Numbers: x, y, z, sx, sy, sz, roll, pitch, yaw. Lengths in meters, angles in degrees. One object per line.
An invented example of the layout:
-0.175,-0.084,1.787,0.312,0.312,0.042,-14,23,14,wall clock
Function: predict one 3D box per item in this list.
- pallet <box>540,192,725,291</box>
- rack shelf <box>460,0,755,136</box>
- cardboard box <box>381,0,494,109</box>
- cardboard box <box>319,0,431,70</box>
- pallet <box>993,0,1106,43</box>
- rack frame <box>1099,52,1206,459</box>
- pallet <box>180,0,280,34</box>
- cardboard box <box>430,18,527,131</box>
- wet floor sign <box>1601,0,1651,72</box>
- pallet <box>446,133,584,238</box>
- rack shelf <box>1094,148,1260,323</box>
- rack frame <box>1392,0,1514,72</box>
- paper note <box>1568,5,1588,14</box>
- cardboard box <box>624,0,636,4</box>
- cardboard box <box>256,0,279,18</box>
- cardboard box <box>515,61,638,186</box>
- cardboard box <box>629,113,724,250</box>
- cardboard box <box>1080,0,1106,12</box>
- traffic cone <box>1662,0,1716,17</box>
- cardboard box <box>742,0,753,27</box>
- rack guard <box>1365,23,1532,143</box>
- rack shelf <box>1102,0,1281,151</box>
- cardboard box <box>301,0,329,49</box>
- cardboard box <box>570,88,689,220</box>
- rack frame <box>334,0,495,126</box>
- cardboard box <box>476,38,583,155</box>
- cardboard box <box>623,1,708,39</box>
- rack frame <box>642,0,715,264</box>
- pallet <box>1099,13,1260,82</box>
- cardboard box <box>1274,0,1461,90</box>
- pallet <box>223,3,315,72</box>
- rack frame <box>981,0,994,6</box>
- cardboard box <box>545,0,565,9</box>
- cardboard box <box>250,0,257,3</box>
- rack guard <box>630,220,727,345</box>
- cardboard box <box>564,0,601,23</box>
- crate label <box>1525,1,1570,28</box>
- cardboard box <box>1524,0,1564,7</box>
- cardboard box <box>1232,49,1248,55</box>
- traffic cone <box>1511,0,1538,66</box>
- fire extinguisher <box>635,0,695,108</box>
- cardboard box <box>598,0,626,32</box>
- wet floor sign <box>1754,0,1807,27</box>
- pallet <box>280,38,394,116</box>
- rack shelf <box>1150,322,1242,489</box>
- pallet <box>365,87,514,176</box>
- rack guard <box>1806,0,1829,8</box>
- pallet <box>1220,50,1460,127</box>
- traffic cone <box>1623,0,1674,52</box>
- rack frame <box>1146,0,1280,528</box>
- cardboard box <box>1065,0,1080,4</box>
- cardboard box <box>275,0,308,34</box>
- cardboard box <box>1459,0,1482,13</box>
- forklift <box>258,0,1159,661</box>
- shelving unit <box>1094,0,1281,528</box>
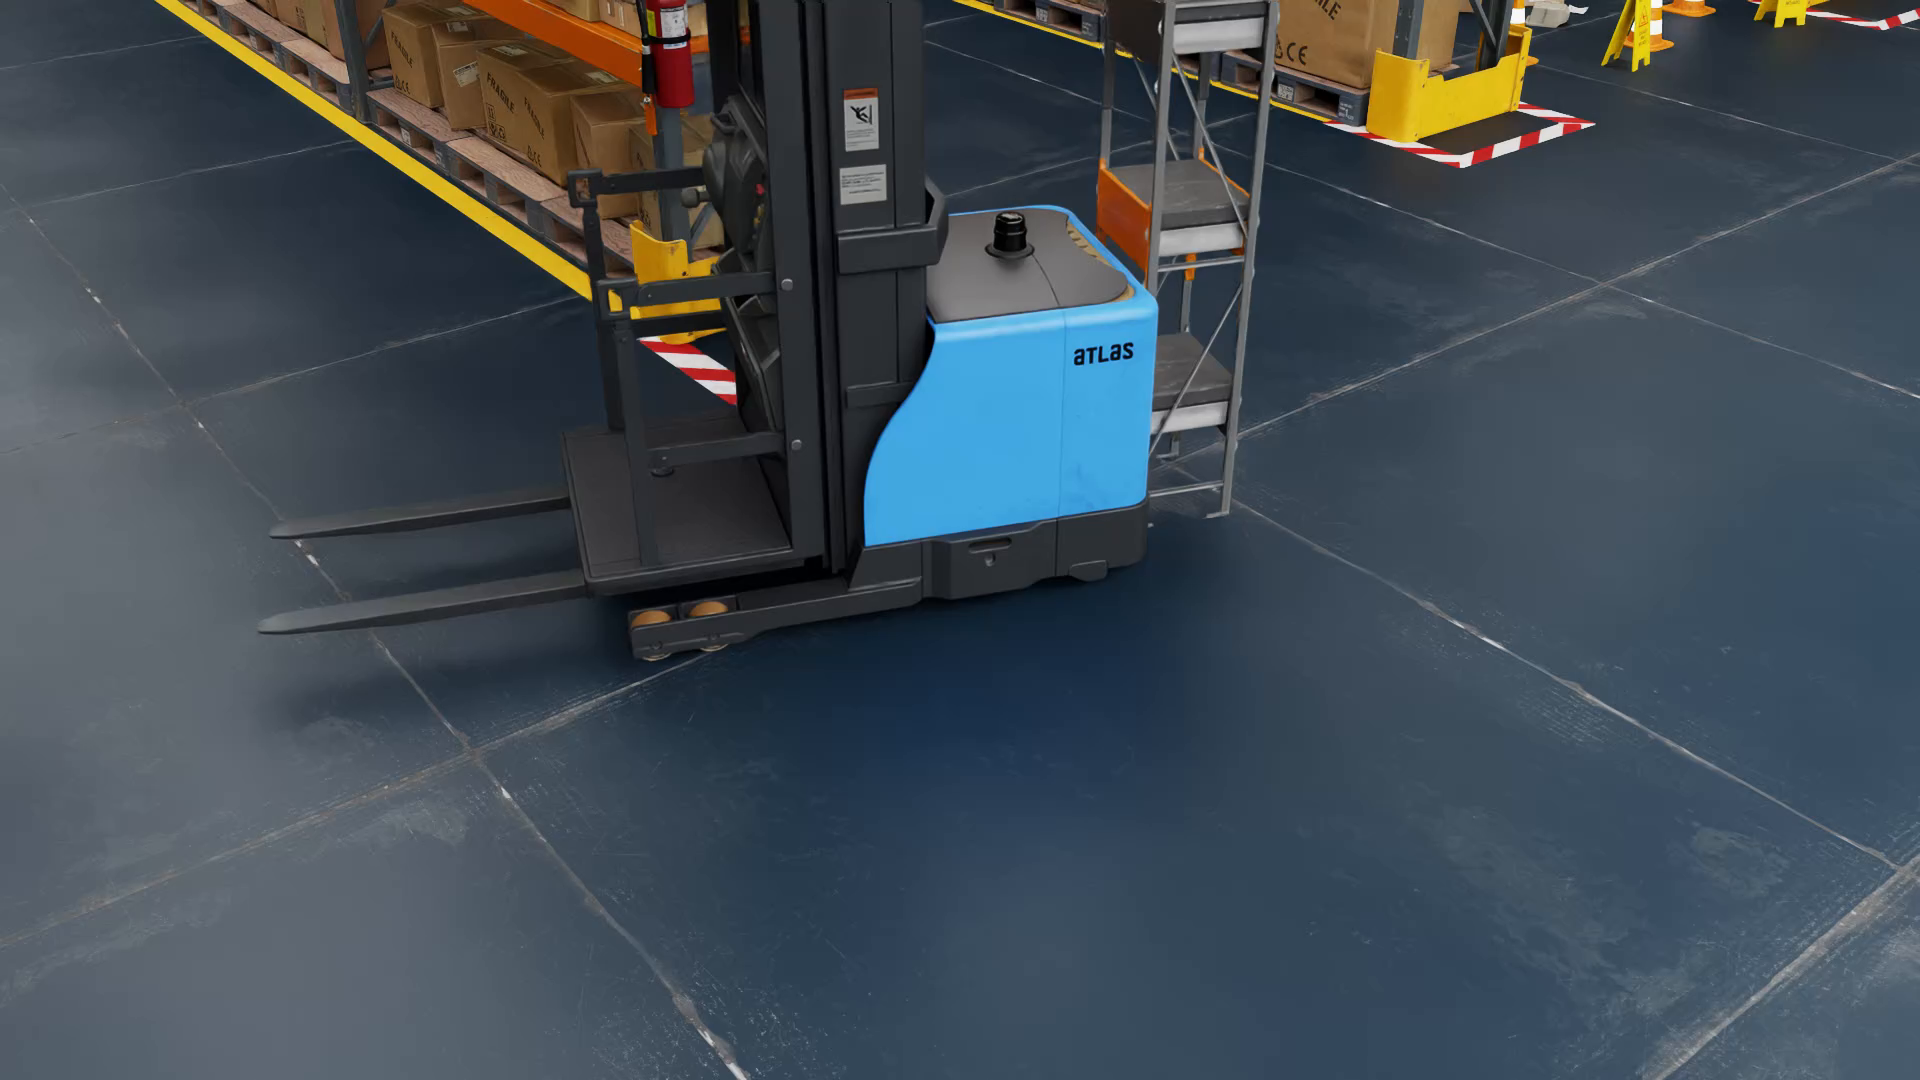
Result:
-1.446,-1.591,8.611,1.003,0.211,1.213,-22,38,-31,pallet
-2.156,-2.921,8.792,1.077,0.370,4.000,-22,38,-31,rack shelf
-3.168,-2.997,10.204,0.500,0.500,0.500,-24,39,-33,cardboard box
-3.742,-3.448,10.911,0.700,0.500,0.500,-26,40,-35,cardboard box
1.002,-4.096,12.645,1.003,0.211,1.213,-22,38,-31,pallet
0.699,-1.207,6.203,0.400,2.100,0.015,-9,33,-14,rack frame
-5.357,-4.217,12.839,1.003,0.211,1.213,-22,38,-31,pallet
-2.811,-2.761,9.824,0.500,0.500,0.500,-11,33,-16,cardboard box
4.633,-3.584,11.410,0.232,0.644,0.267,26,40,35,wet floor sign
-2.190,-2.099,9.429,1.003,0.211,1.213,-22,38,-31,pallet
0.771,-1.072,6.012,0.431,0.518,0.480,-9,33,-14,rack shelf
3.051,-3.956,9.777,1.000,3.000,0.127,-22,38,-31,rack frame
4.747,-4.088,12.804,0.142,0.019,0.148,18,36,27,paper note
-1.245,-2.800,7.539,0.875,0.500,0.500,-22,38,-31,cardboard box
-4.705,-4.119,11.991,0.700,0.500,0.500,-19,37,-28,cardboard box
-2.061,-2.281,9.050,0.500,0.500,0.500,-19,36,-27,cardboard box
-1.299,-1.776,8.237,0.500,0.500,0.500,-15,35,-23,cardboard box
1.484,-4.240,11.849,0.875,0.875,0.875,-22,38,-31,cardboard box
5.616,-4.284,12.709,0.336,0.463,0.334,-22,38,-31,traffic cone
-0.916,-2.483,7.642,0.380,0.149,0.250,-22,38,-31,cardboard box
3.066,-2.884,10.420,1.175,0.500,0.348,-22,38,-31,rack guard
0.771,-1.667,5.643,0.431,0.518,0.480,-9,33,-14,rack shelf
-4.019,-3.653,11.241,0.700,0.500,0.500,-23,38,-32,cardboard box
-1.692,-2.014,8.620,0.500,0.500,0.500,-12,34,-19,cardboard box
-3.382,-4.060,9.945,1.000,3.000,0.127,-22,38,-31,rack frame
-2.368,-2.528,9.448,0.500,0.500,0.500,-26,40,-35,cardboard box
-1.267,-2.339,7.411,0.380,0.149,0.250,-22,38,-31,cardboard box
-0.929,-2.393,7.261,1.000,3.000,0.127,-22,38,-31,rack frame
1.755,-3.587,11.826,1.003,0.211,1.213,-22,38,-31,pallet
2.583,-3.493,10.647,0.875,0.875,0.875,-22,38,-31,cardboard box
-4.613,-3.709,12.021,1.003,0.211,1.213,-22,38,-31,pallet
0.598,-5.623,12.461,1.000,3.000,0.127,-22,38,-31,rack frame
-1.755,-2.640,7.895,0.380,0.149,0.250,-22,38,-31,cardboard box
-5.058,-4.353,12.367,0.700,0.500,0.500,-26,40,-35,cardboard box
-0.976,-1.363,7.971,1.175,0.500,0.348,-22,38,-31,rack guard
-1.614,-2.531,7.720,0.380,0.149,0.250,-22,38,-31,cardboard box
4.417,-3.952,12.484,0.298,0.136,0.250,12,34,19,crate label
4.500,-4.281,13.002,0.380,0.149,0.250,-4,32,-7,cardboard box
2.042,-3.859,11.236,0.875,0.875,0.875,-23,39,-32,cardboard box
3.847,-3.559,11.542,0.336,0.463,0.334,-22,38,-31,traffic cone
-1.223,-2.164,6.964,0.296,0.674,0.183,-22,38,-31,fire extinguisher
-1.420,-2.443,7.579,0.380,0.149,0.250,-22,38,-31,cardboard box
6.170,-4.174,12.359,0.267,0.644,0.232,-10,33,-15,wet floor sign
-3.861,-3.200,11.202,1.003,0.211,1.213,-22,38,-31,pallet
0.771,-0.478,6.382,0.431,0.518,0.480,-9,33,-14,rack shelf
-2.942,-2.607,10.248,1.003,0.211,1.213,-22,38,-31,pallet
6.852,-4.569,13.133,1.175,0.500,0.348,-22,38,-31,rack guard
2.499,-3.079,11.008,1.003,0.211,1.213,-22,38,-31,pallet
4.948,-3.783,11.902,0.336,0.463,0.334,-22,38,-31,traffic cone
0.842,-0.961,5.807,0.400,2.100,0.015,-9,33,-14,rack frame
0.928,-4.614,12.452,0.875,0.875,0.875,-22,38,-31,cardboard box
-4.363,-3.886,11.616,0.700,0.500,0.500,-26,40,-35,cardboard box
3.822,-4.452,12.941,0.637,0.503,0.797,6,32,10,cardboard box
-0.898,-1.150,5.324,3.031,2.935,1.130,-9,33,-14,forklift
0.771,-1.084,6.005,0.431,2.100,0.503,-9,33,-14,shelving unit
